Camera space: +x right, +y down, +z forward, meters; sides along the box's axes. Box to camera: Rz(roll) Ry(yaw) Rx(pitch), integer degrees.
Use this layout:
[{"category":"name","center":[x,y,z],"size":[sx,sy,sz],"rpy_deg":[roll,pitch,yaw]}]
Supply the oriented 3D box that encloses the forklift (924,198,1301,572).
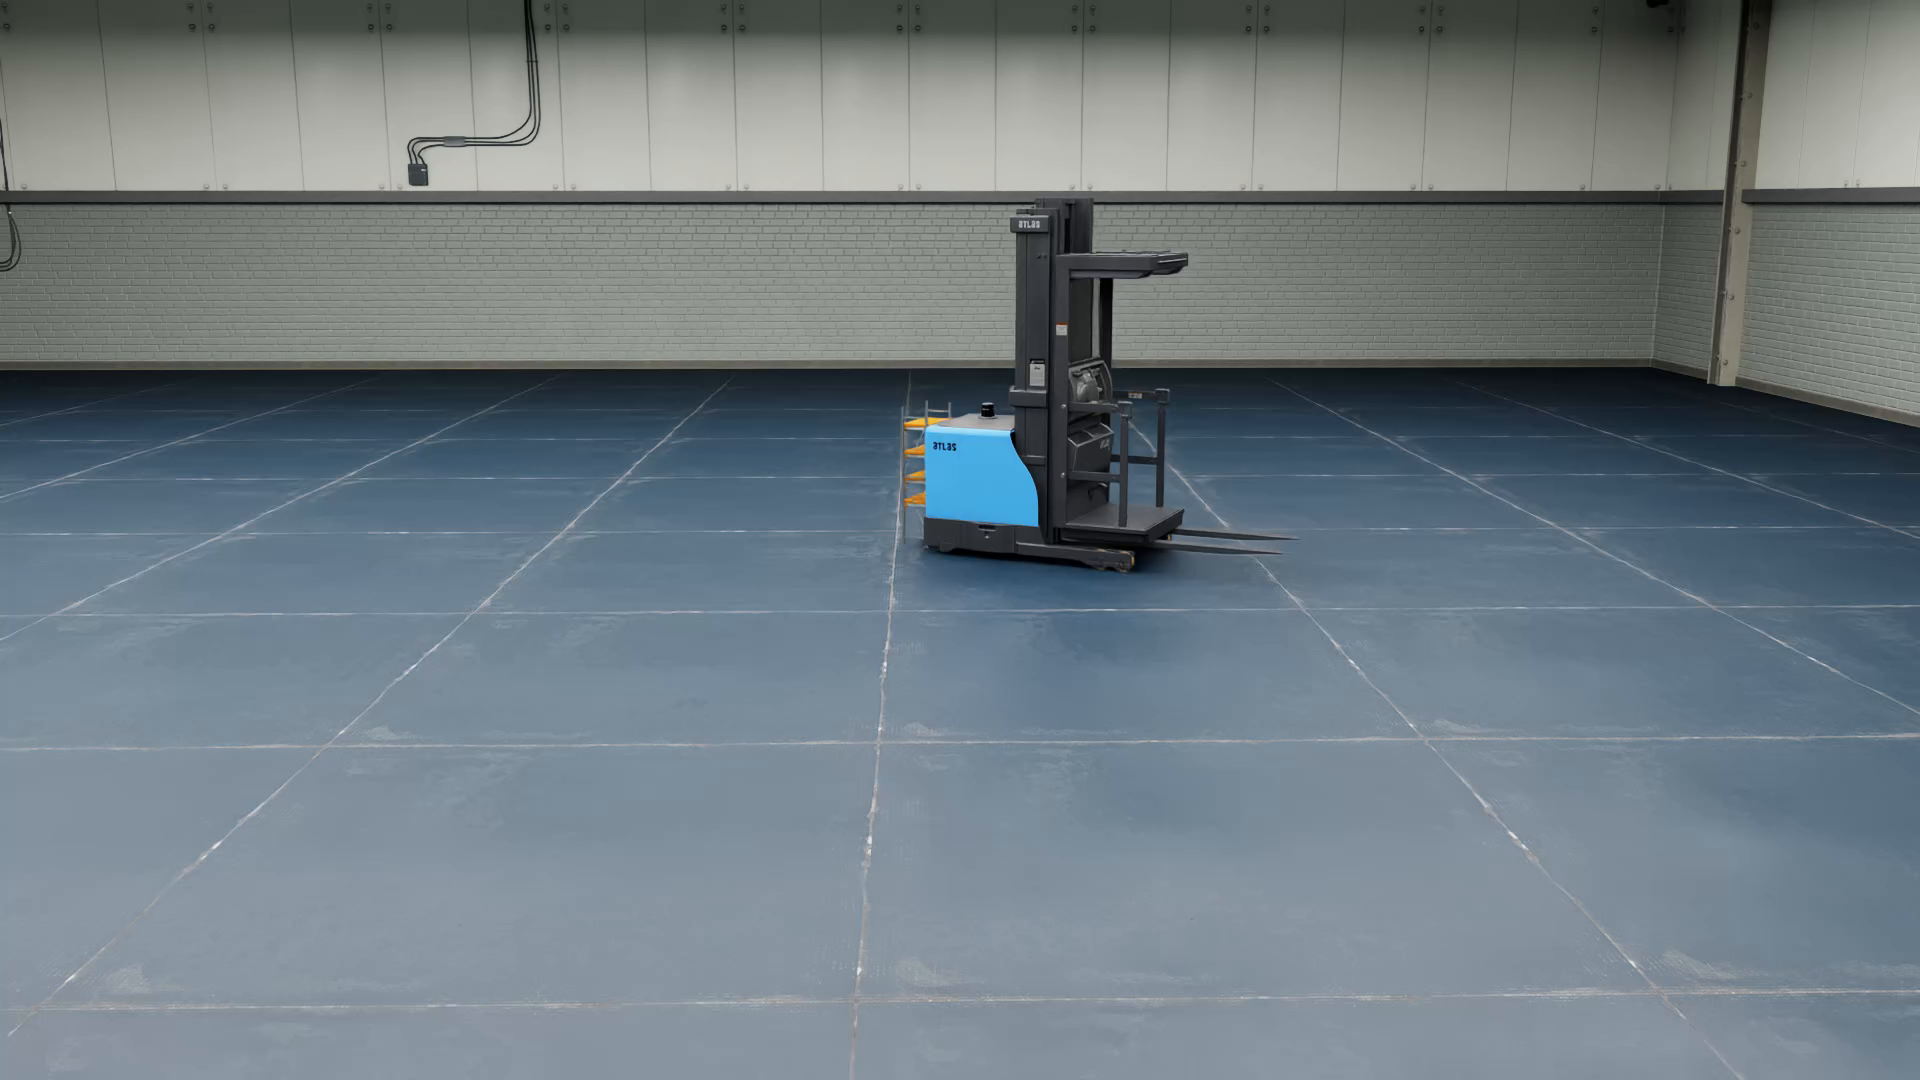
[{"category":"forklift","center":[1.256,-1.299,13.591],"size":[3.031,2.935,1.130],"rpy_deg":[5,13,23]}]

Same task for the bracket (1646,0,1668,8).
[{"category":"bracket","center":[11.953,-9.249,28.460],"size":[0.235,0.232,0.430],"rpy_deg":[0,11,-1]}]

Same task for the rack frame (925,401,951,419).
[{"category":"rack frame","center":[-0.189,-0.618,14.586],"size":[0.240,1.200,0.015],"rpy_deg":[5,12,23]}]

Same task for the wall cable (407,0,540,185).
[{"category":"wall cable","center":[-8.375,-9.097,28.211],"size":[2.305,6.003,0.169],"rpy_deg":[0,11,-1]}]

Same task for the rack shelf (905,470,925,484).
[{"category":"rack shelf","center":[-0.286,-0.507,14.380],"size":[0.258,0.148,0.480],"rpy_deg":[5,12,23]}]

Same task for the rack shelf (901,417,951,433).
[{"category":"rack shelf","center":[-0.286,-0.958,14.288],"size":[0.258,0.148,0.480],"rpy_deg":[5,12,23]}]

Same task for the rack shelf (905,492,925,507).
[{"category":"rack shelf","center":[-0.286,-0.313,14.419],"size":[0.258,0.148,0.480],"rpy_deg":[5,12,23]}]

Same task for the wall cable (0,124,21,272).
[{"category":"wall cable","center":[-17.866,-5.872,28.681],"size":[3.097,2.526,0.112],"rpy_deg":[0,11,-1]}]

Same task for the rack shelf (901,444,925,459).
[{"category":"rack shelf","center":[-0.286,-0.726,14.335],"size":[0.258,0.148,0.480],"rpy_deg":[5,12,23]}]

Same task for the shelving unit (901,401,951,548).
[{"category":"shelving unit","center":[-0.286,-0.573,14.366],"size":[0.258,1.200,0.503],"rpy_deg":[5,12,23]}]

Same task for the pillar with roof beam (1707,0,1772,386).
[{"category":"pillar with roof beam","center":[8.062,-6.915,26.010],"size":[9.100,9.000,0.400],"rpy_deg":[0,11,-1]}]

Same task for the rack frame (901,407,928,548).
[{"category":"rack frame","center":[-0.383,-0.529,14.147],"size":[0.240,1.200,0.015],"rpy_deg":[5,12,23]}]
